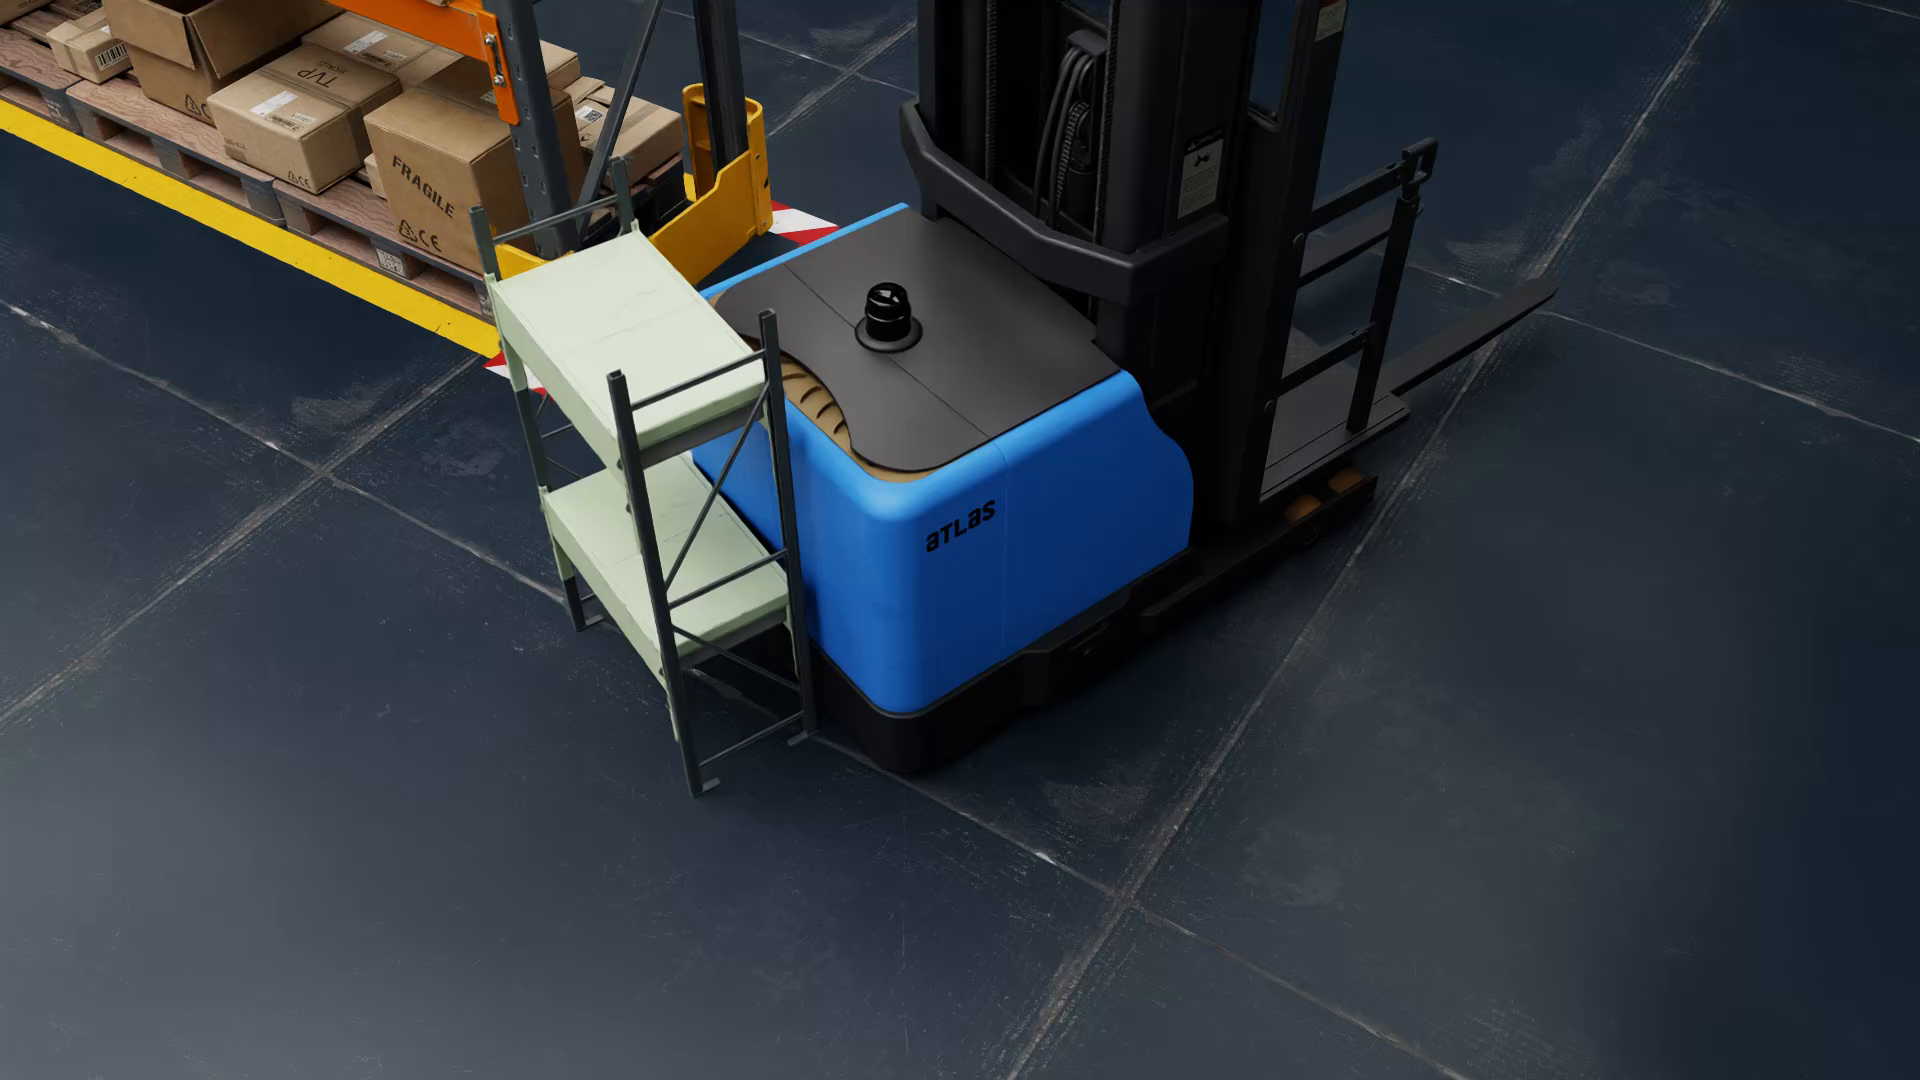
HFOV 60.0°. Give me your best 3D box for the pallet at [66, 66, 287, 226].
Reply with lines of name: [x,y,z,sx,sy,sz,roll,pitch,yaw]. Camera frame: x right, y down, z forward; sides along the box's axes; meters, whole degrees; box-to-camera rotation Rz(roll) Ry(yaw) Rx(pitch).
pallet: [-2.853,-1.810,6.862,1.213,0.211,1.003,25,51,22]

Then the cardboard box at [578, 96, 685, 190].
cardboard box: [-1.262,-1.501,6.298,0.250,0.149,0.380,25,51,22]

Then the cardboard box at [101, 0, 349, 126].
cardboard box: [-2.878,-2.079,6.613,0.637,0.503,0.797,25,51,22]

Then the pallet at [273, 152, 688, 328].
pallet: [-1.830,-1.337,6.403,1.213,0.211,1.003,25,51,22]

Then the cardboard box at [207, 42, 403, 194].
cardboard box: [-2.469,-1.615,6.338,0.500,0.250,0.500,25,51,22]

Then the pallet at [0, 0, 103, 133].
pallet: [-3.884,-2.282,7.321,1.213,0.211,1.003,25,51,22]

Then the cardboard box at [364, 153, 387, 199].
cardboard box: [-1.978,-1.411,6.198,0.250,0.166,0.380,25,51,22]

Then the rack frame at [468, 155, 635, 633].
rack frame: [-0.989,-0.332,4.527,0.400,1.500,0.023,-26,51,-23]

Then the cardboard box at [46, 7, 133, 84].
cardboard box: [-3.492,-2.064,6.833,0.250,0.166,0.380,25,51,22]

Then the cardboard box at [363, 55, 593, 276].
cardboard box: [-1.685,-1.316,5.873,0.500,0.500,0.500,25,51,22]

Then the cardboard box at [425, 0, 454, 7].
cardboard box: [-1.619,-2.016,5.047,0.500,0.500,0.500,26,51,23]

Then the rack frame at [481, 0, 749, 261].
rack frame: [-1.095,-1.972,5.074,0.127,3.000,1.000,25,51,22]

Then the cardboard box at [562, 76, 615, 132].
cardboard box: [-1.472,-1.604,6.386,0.250,0.166,0.380,25,51,22]

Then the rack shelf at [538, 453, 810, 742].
rack shelf: [-0.782,0.111,4.551,0.431,0.370,0.720,-26,51,-23]

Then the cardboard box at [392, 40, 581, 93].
cardboard box: [-1.820,-1.742,6.462,0.500,0.250,0.500,25,51,22]

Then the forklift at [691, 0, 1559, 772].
forklift: [0.697,-1.272,4.443,3.031,2.935,1.130,-29,53,-26]

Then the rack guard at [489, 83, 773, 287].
rack guard: [-1.159,-1.130,6.000,0.348,0.500,1.175,25,51,22]

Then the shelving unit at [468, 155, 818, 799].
shelving unit: [-0.782,-0.116,4.317,0.431,1.500,0.755,-26,51,-23]

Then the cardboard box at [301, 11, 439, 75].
cardboard box: [-2.241,-1.936,6.650,0.500,0.250,0.500,25,51,22]

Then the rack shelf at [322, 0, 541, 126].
rack shelf: [-2.778,-2.495,6.085,4.000,0.370,1.077,25,51,22]

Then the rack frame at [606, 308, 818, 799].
rack frame: [-0.574,0.100,4.107,0.400,1.500,0.023,-26,51,-23]

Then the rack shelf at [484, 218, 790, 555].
rack shelf: [-0.782,-0.388,4.037,0.431,0.370,0.720,-26,51,-23]
